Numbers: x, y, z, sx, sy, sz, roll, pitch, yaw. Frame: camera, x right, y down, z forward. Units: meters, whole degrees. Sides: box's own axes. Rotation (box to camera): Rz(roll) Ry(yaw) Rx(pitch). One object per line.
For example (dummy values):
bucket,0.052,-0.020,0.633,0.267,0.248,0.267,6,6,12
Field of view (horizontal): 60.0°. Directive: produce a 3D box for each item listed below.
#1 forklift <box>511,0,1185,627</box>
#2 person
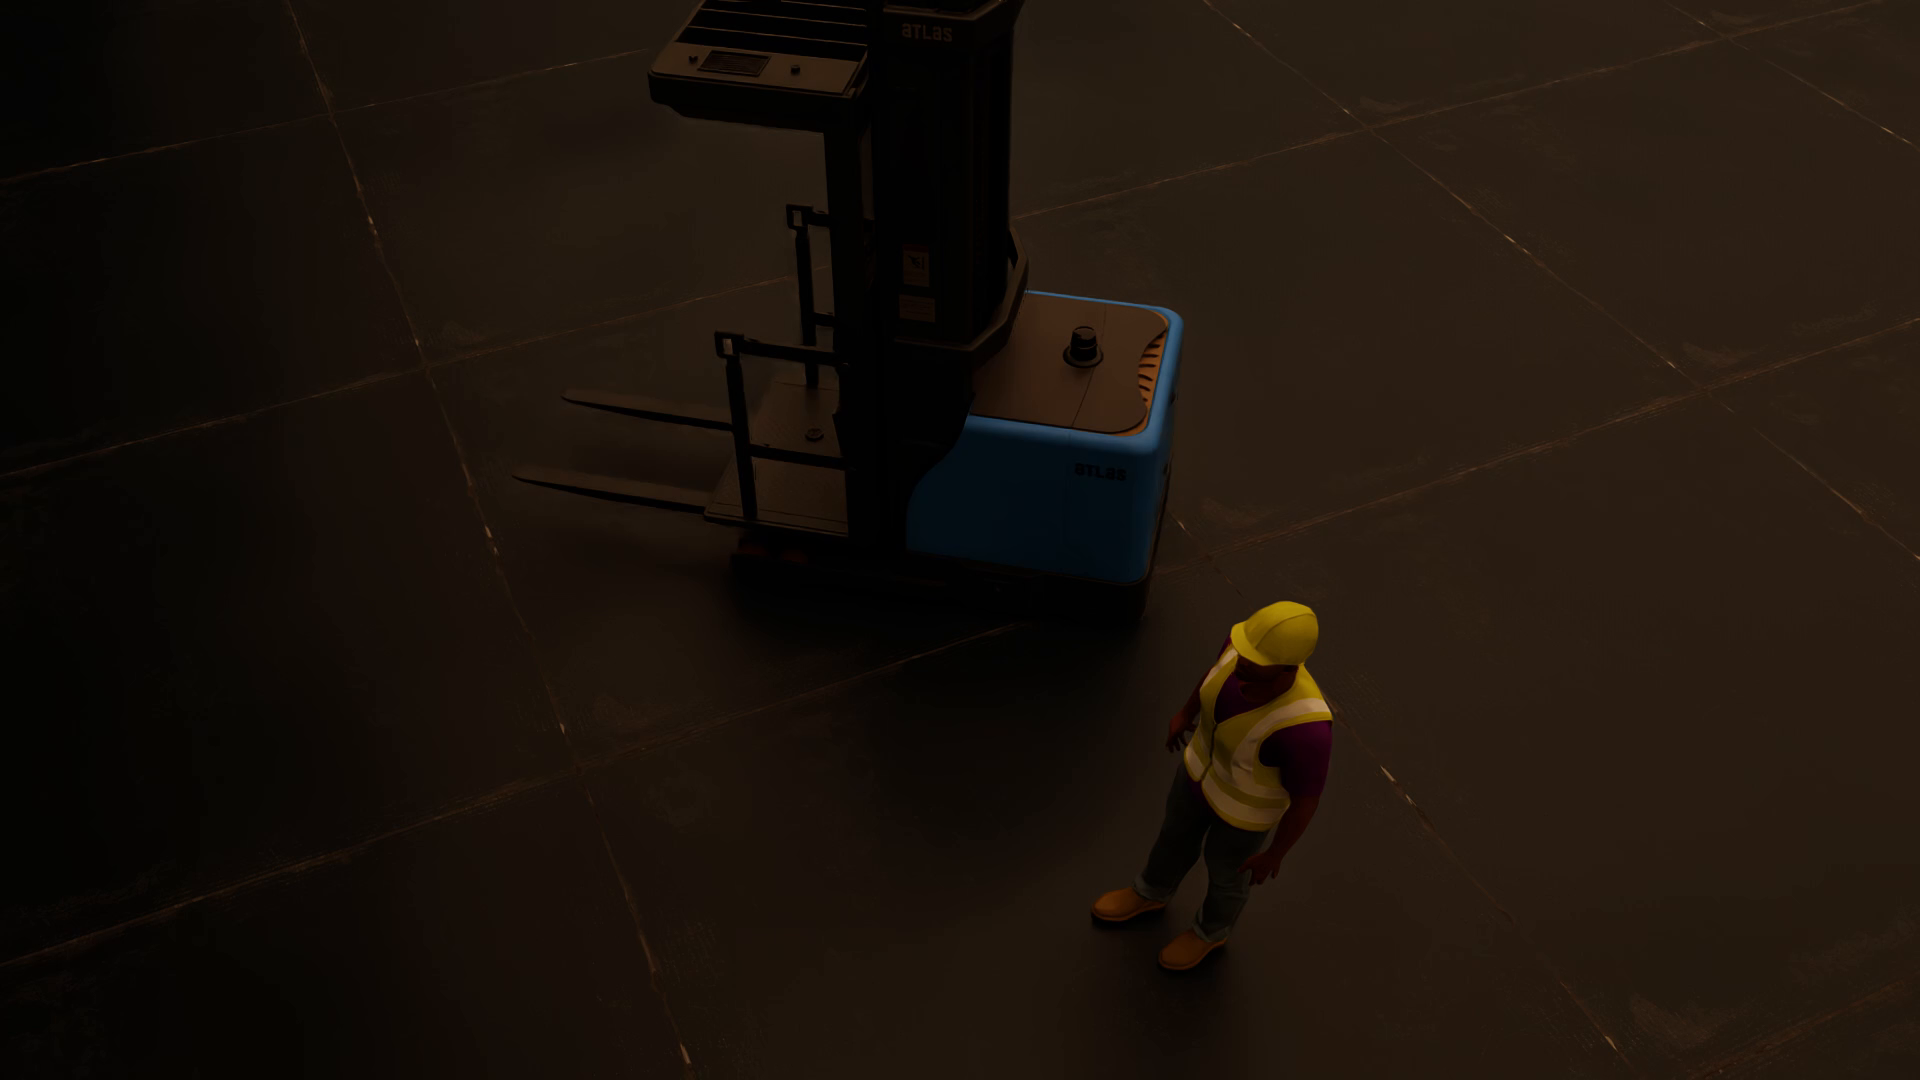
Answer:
forklift,-0.567,-1.209,6.976,3.031,2.935,1.130,9,44,9
person,0.853,0.854,5.613,0.574,1.770,0.687,-16,45,-17
